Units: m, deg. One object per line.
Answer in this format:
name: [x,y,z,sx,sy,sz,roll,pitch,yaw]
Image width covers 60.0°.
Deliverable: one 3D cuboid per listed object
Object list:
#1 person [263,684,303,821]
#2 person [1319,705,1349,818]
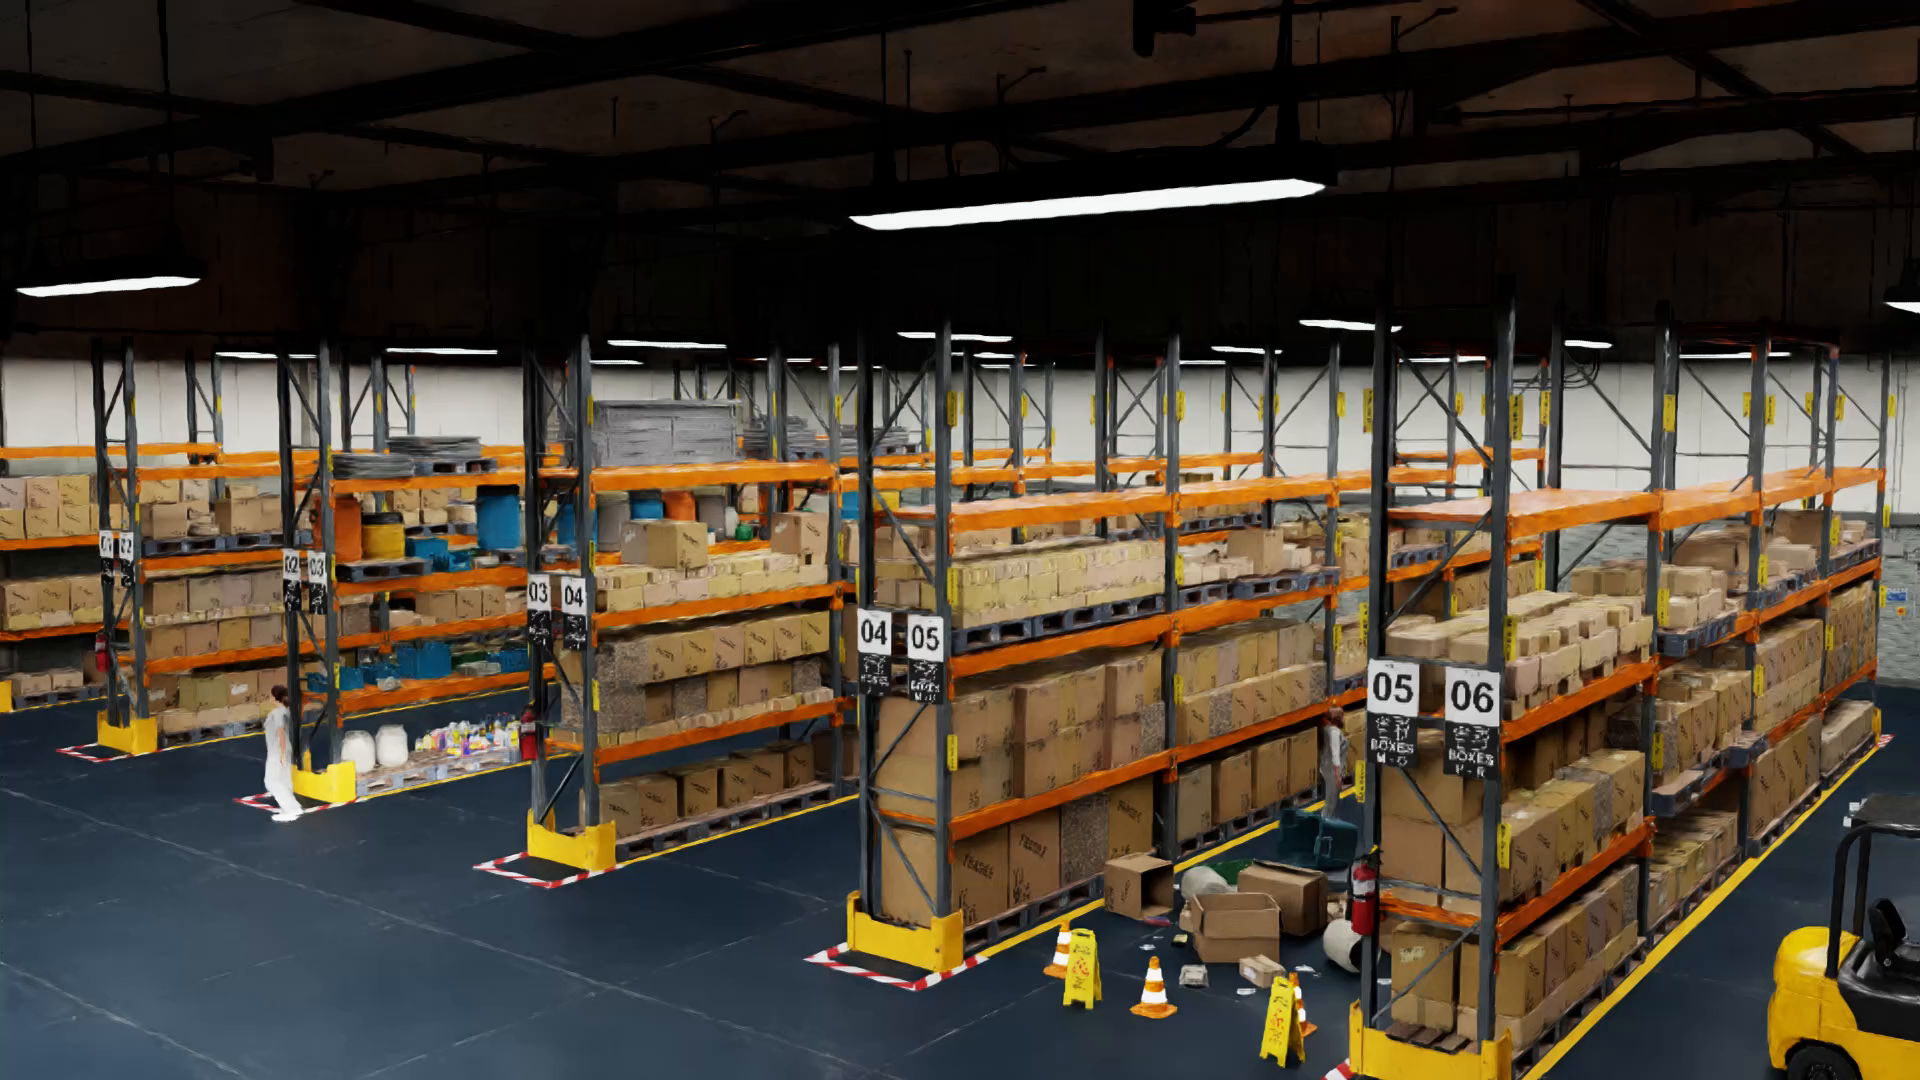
person: [-8.204,2.584,20.151,0.443,1.656,0.592,-1,5,-9]
person: [4.326,2.692,19.140,0.405,1.600,0.468,1,5,6]
